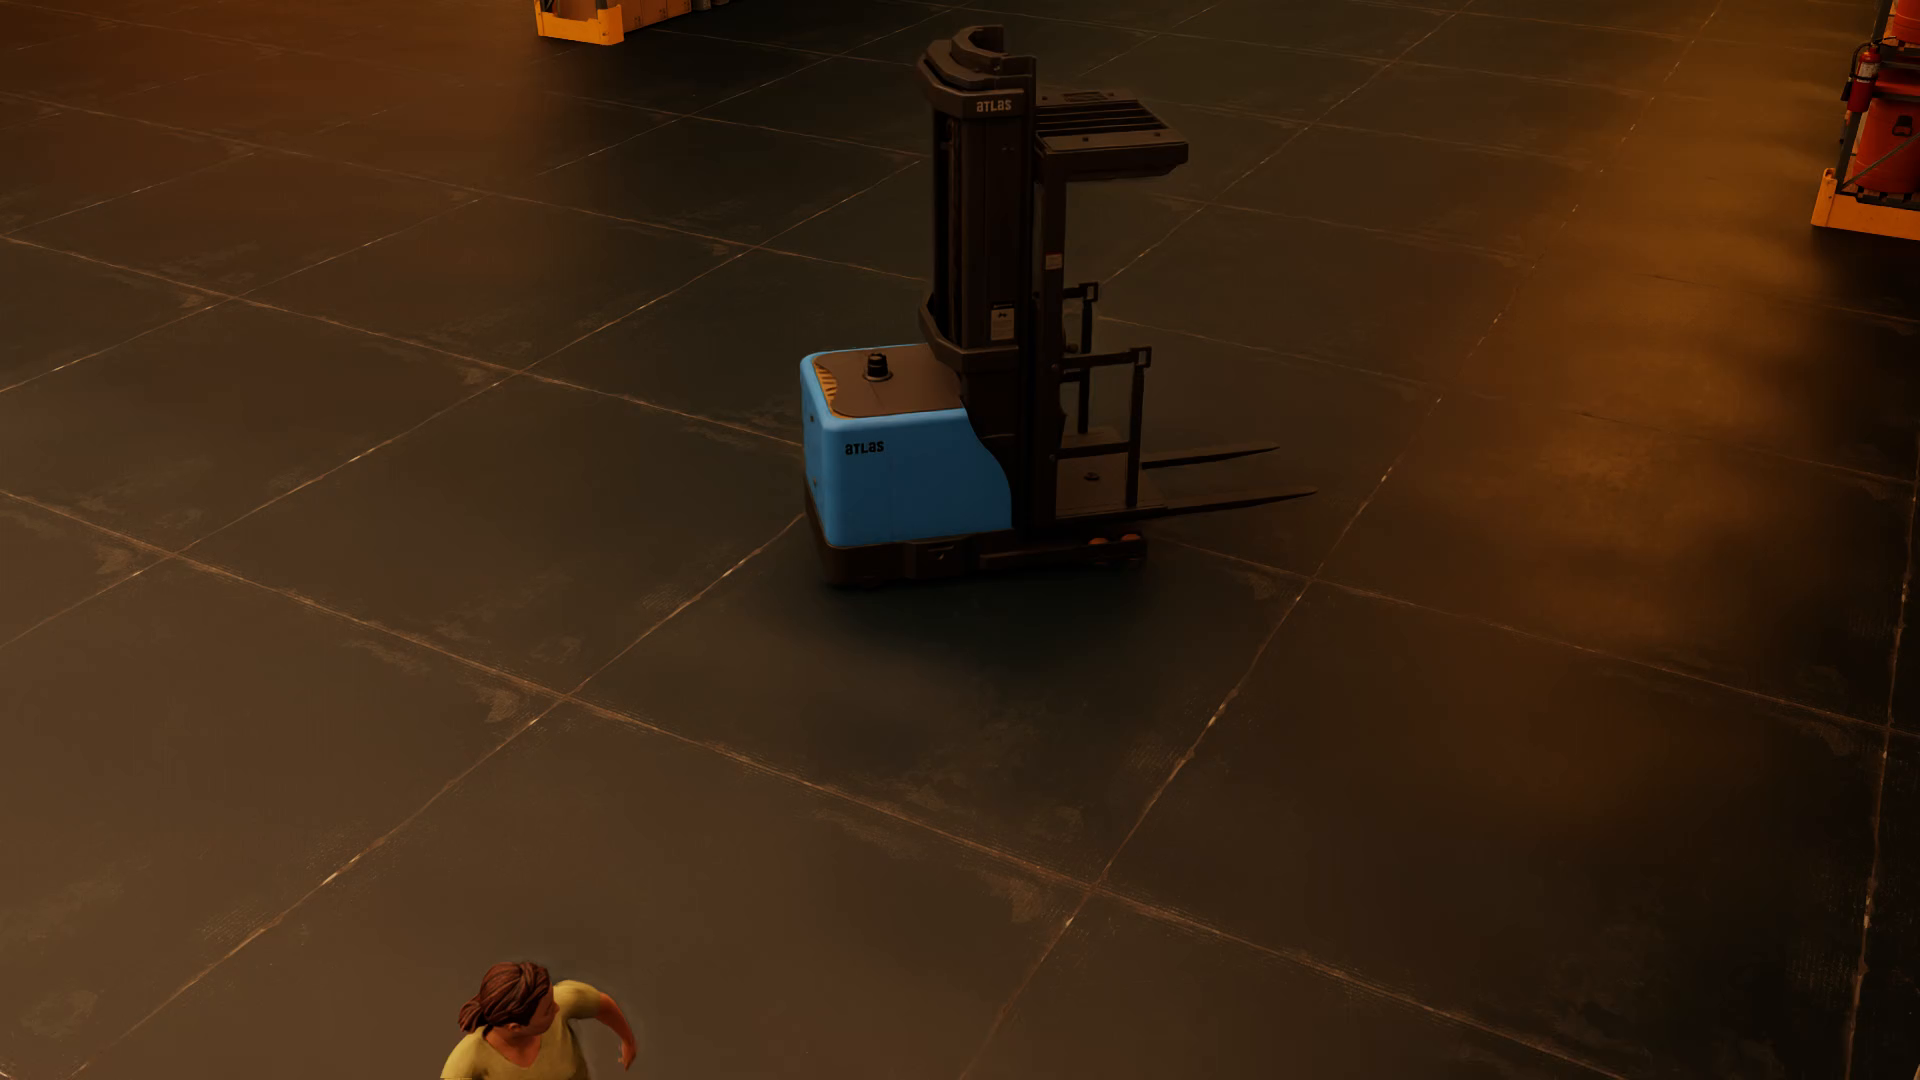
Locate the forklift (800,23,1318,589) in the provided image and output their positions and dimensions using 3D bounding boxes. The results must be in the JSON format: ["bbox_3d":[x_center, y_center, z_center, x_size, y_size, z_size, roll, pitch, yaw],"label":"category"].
[{"bbox_3d":[0.621,-1.366,9.438,3.031,2.935,1.130,-7,31,-11],"label":"forklift"}]

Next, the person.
[{"bbox_3d":[-1.267,1.900,5.142,0.590,1.647,0.697,-7,31,-12],"label":"person"}]
